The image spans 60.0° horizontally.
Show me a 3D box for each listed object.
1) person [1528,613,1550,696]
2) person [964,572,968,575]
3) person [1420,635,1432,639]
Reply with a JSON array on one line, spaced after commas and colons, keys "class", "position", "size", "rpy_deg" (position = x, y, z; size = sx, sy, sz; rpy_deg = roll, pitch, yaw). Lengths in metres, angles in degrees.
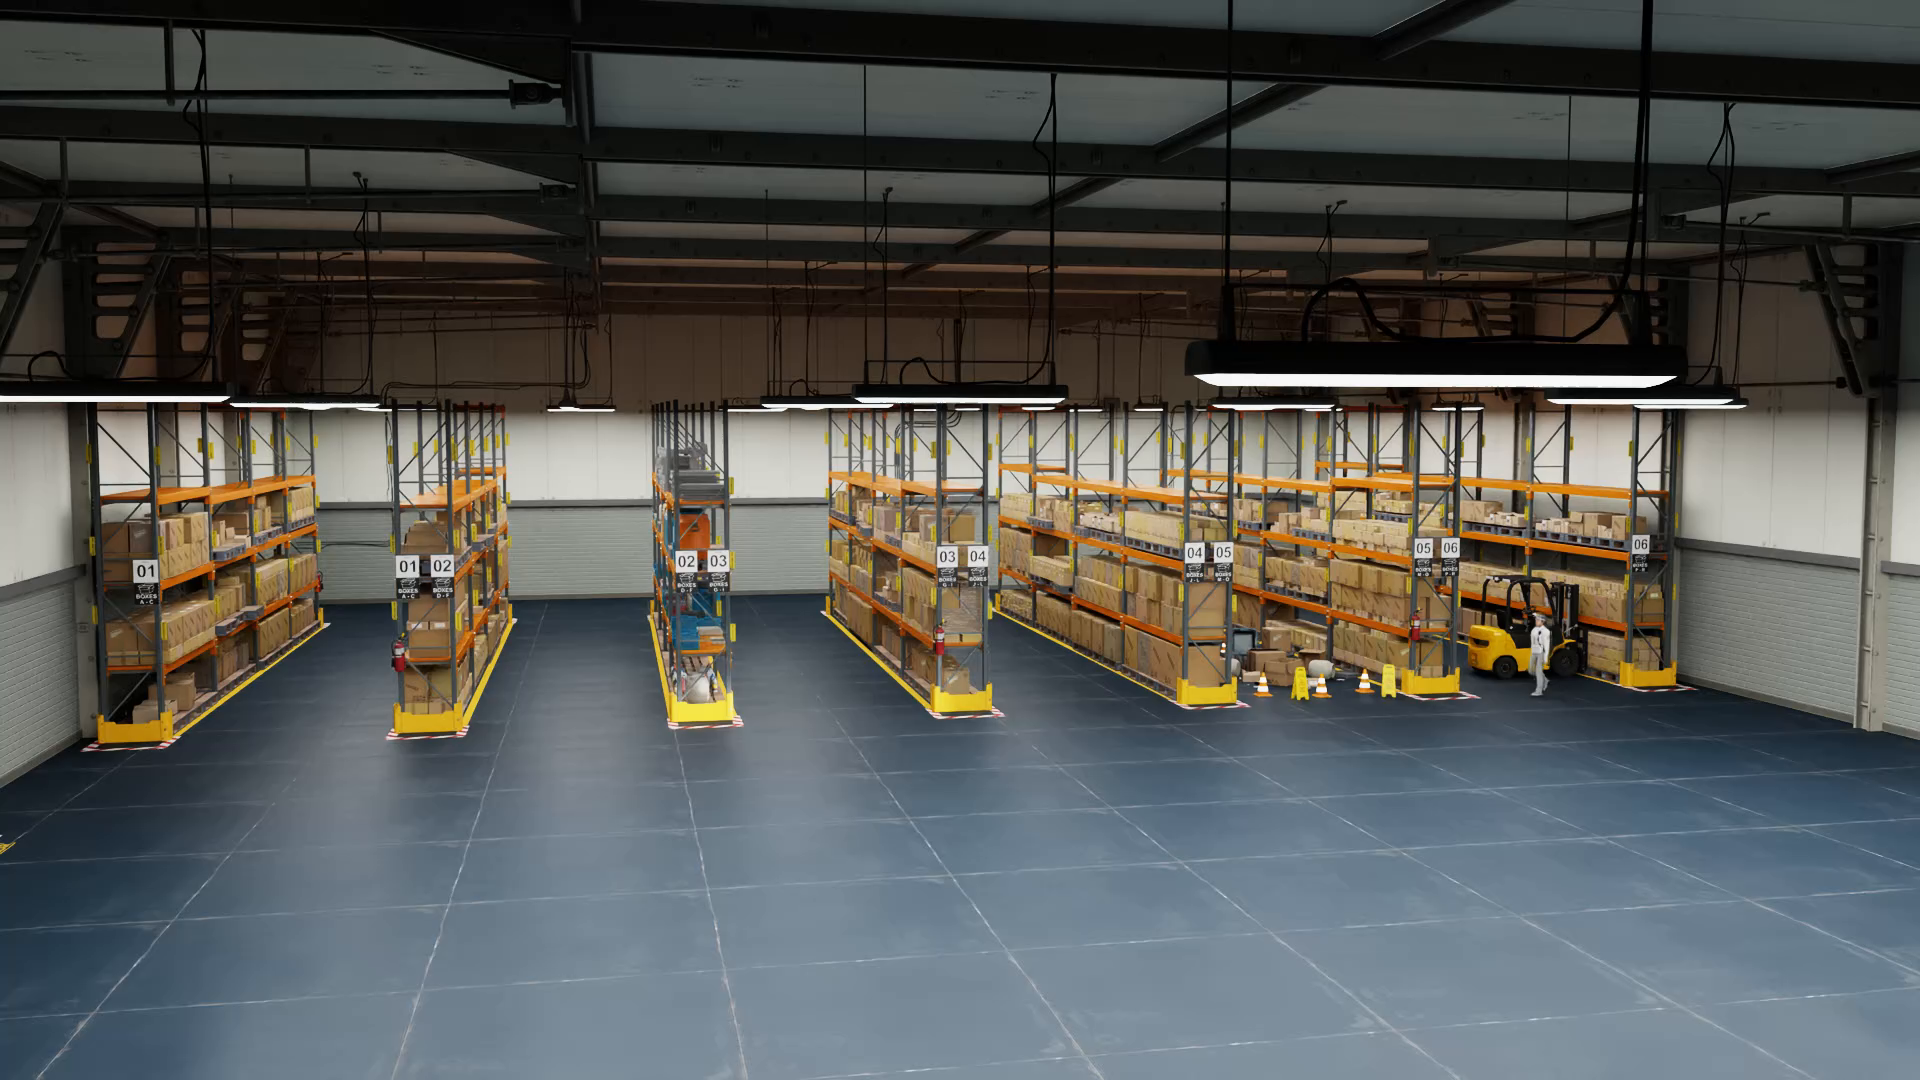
[{"class": "person", "position": [11.843, 2.318, 33.850], "size": [0.559, 1.677, 0.477], "rpy_deg": [-2, 5, -26]}, {"class": "person", "position": [0.324, 1.115, 49.568], "size": [1.063, 1.746, 0.484], "rpy_deg": [-1, 4, -11]}, {"class": "person", "position": [10.772, 1.956, 38.437], "size": [0.609, 1.786, 0.403], "rpy_deg": [-3, 5, -36]}]
